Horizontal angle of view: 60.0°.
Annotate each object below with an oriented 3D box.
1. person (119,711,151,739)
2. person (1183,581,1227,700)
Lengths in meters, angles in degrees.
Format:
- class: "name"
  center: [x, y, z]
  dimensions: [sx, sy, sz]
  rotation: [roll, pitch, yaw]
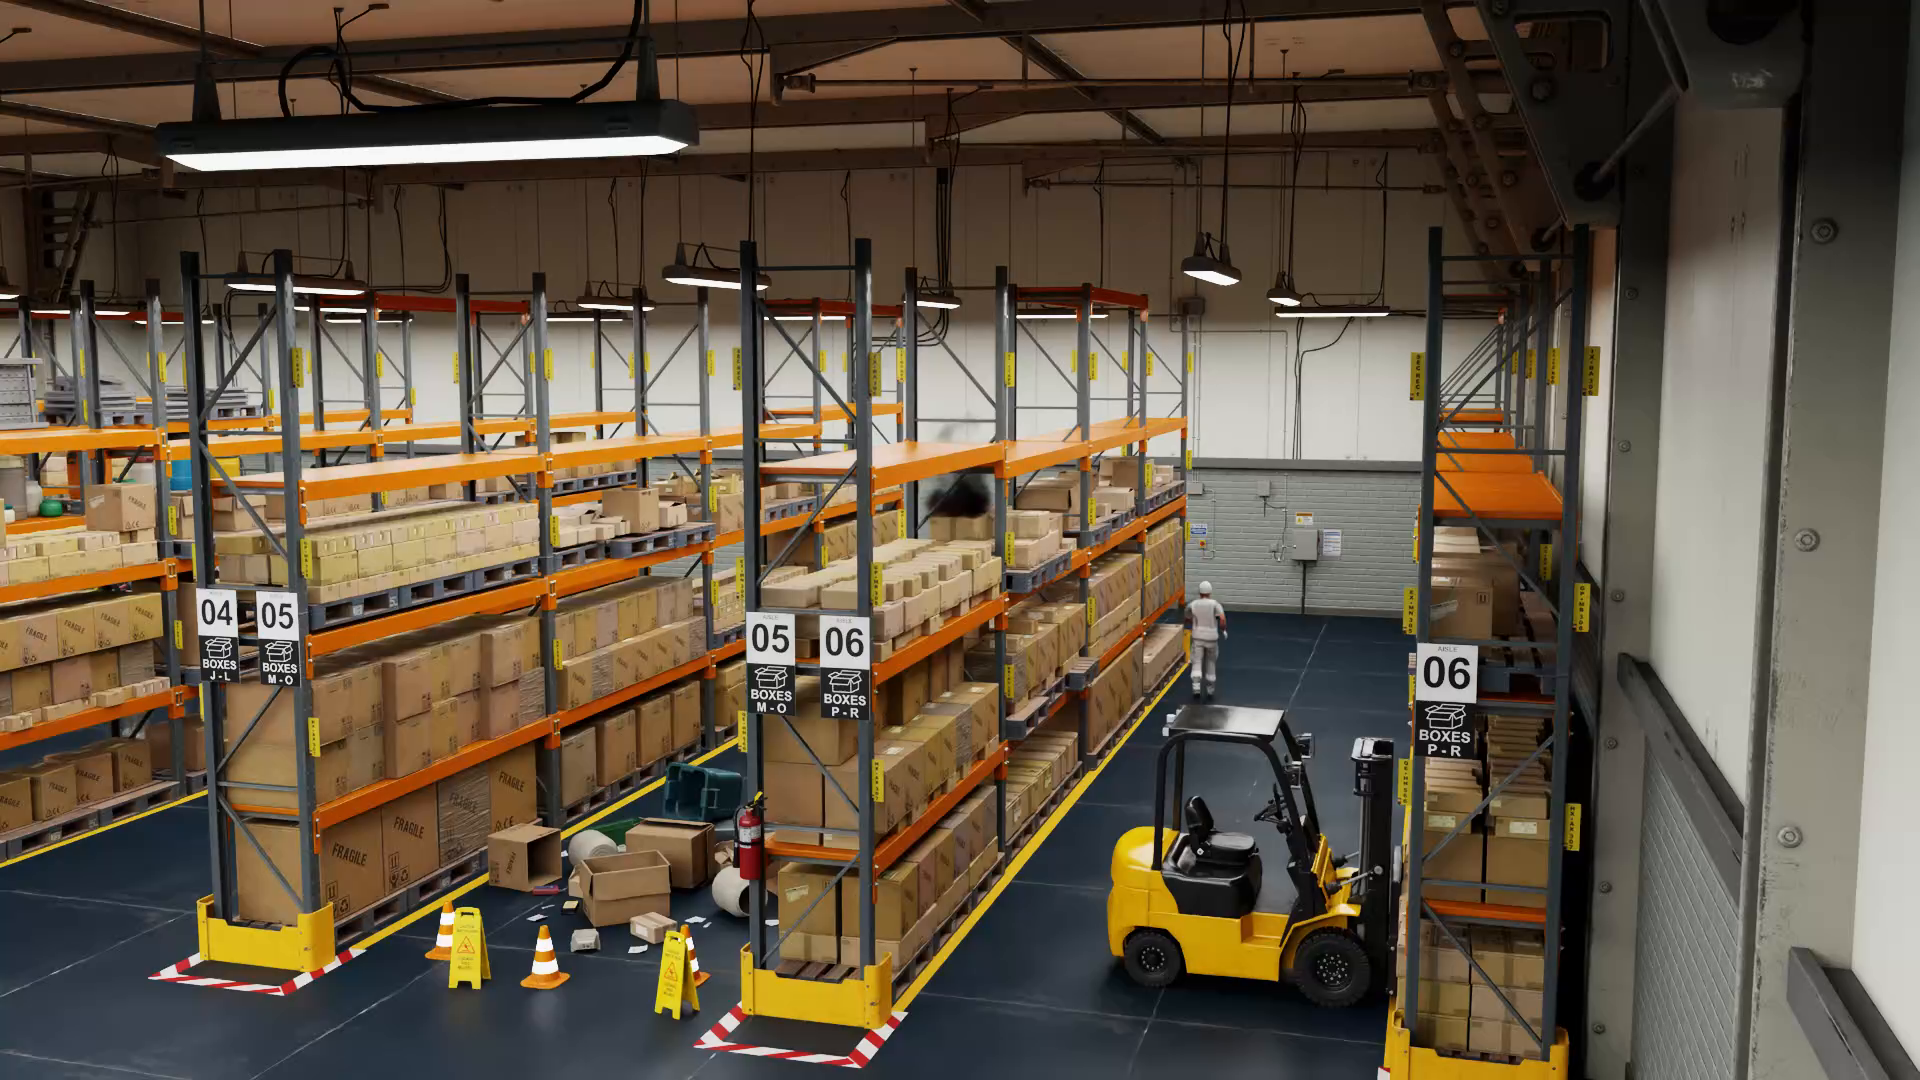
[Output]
- class: "person"
  center: [-11.013, 1.822, 22.093]
  dimensions: [0.770, 1.773, 0.649]
  rotation: [2, 7, 15]
- class: "person"
  center: [3.629, 1.489, 24.651]
  dimensions: [0.662, 1.786, 0.982]
  rotation: [1, 7, 12]
